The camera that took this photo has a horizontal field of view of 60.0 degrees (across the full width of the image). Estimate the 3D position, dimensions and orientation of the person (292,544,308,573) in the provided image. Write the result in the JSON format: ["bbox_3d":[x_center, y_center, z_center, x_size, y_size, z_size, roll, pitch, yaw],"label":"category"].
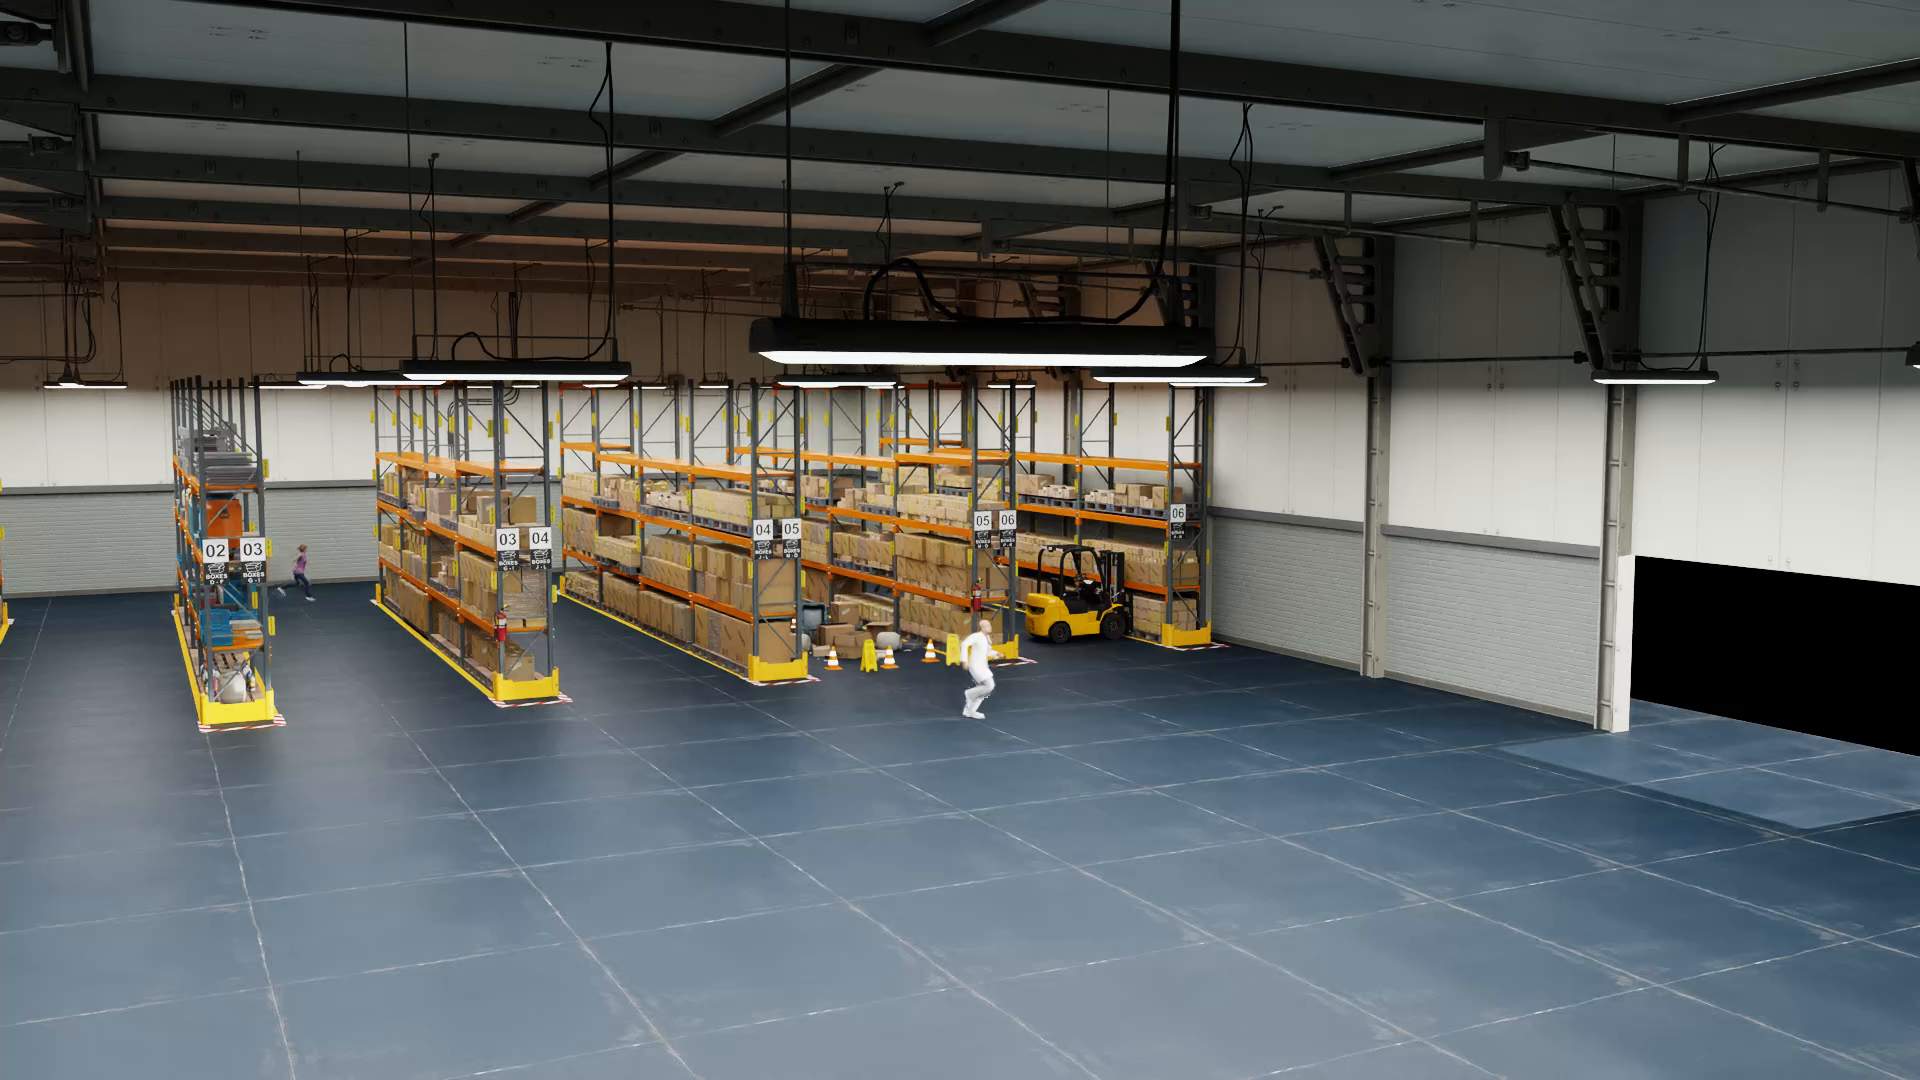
[{"bbox_3d":[-18.040,0.505,45.469,0.405,0.777,0.537,-1,5,-15],"label":"person"}]

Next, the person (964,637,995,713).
[{"bbox_3d":[0.361,2.339,29.253,0.580,1.441,0.380,2,6,23],"label":"person"}]
